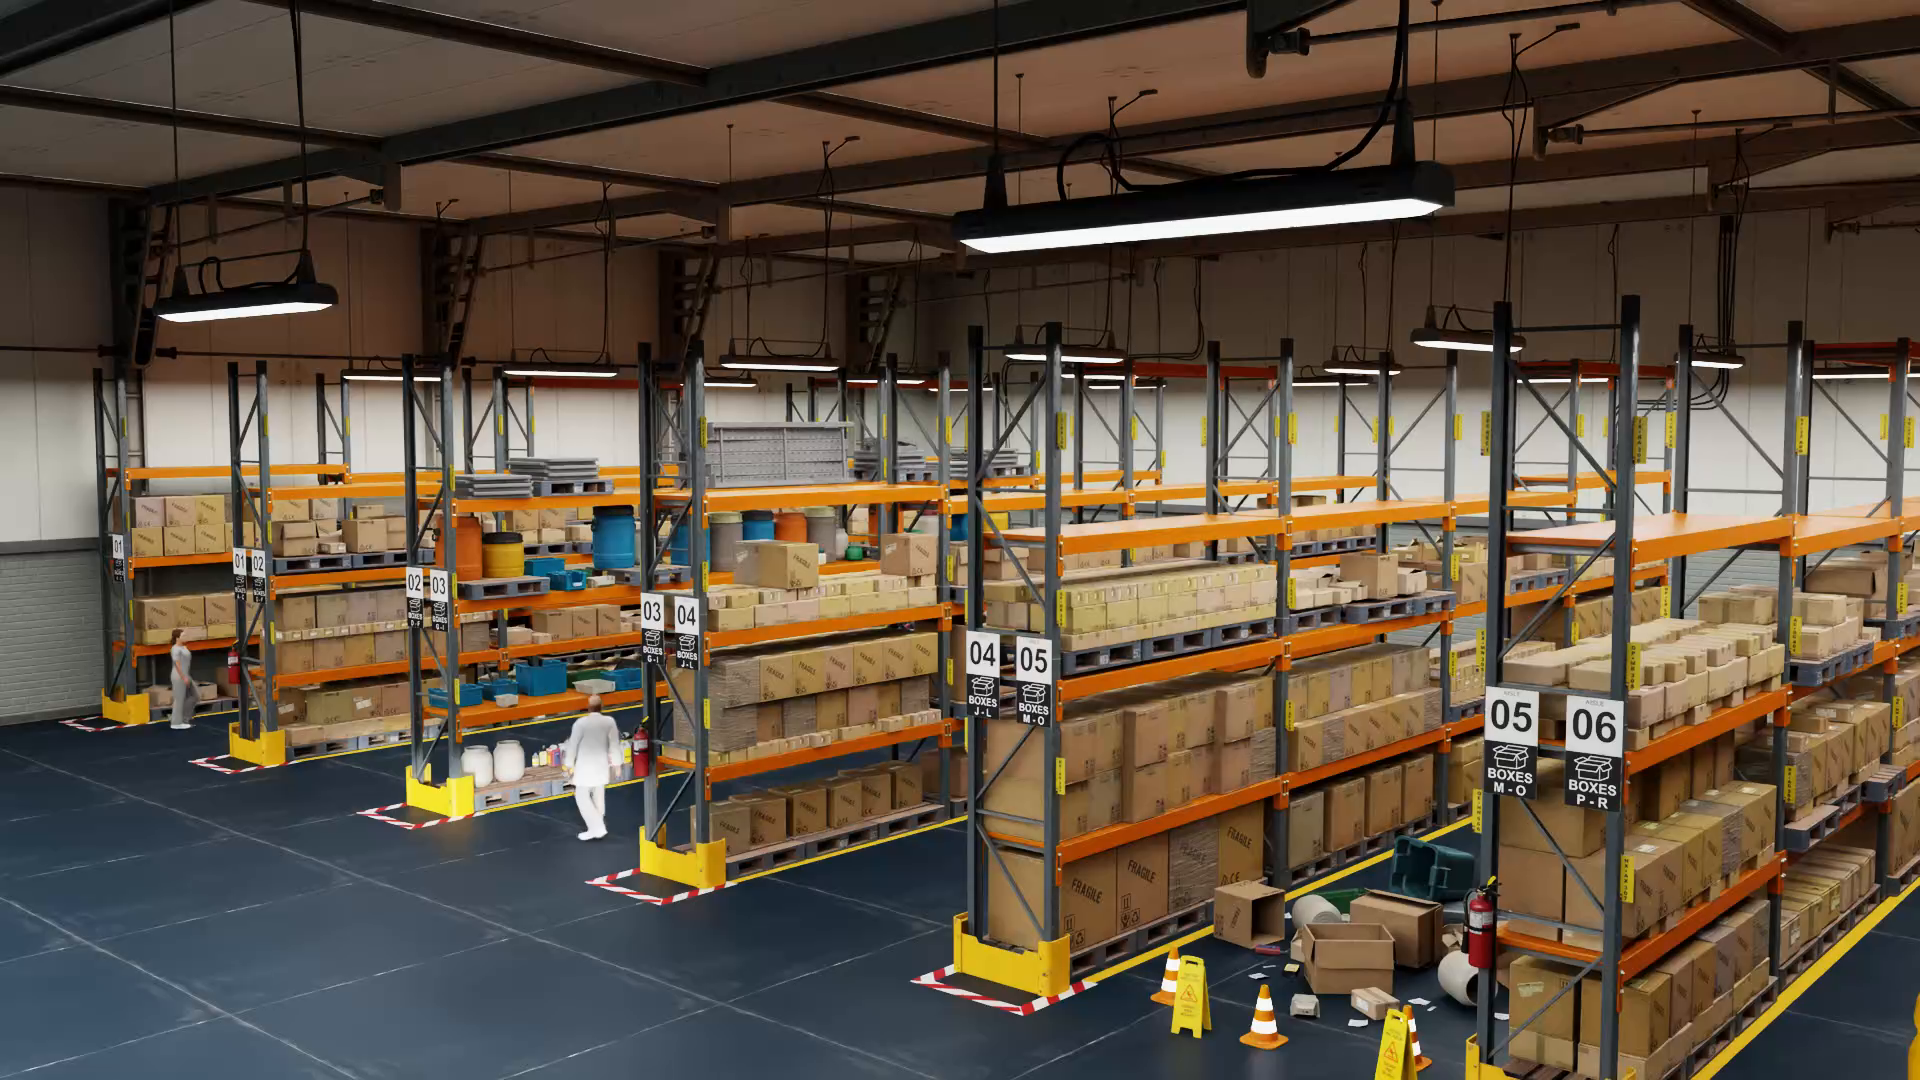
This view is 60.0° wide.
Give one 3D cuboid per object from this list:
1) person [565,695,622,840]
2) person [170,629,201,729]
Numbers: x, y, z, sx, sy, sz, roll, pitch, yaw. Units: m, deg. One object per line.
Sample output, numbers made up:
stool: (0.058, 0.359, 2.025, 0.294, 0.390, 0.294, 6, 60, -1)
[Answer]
person: (-4.467, 2.776, 20.345, 0.503, 1.790, 0.651, 3, 5, 40)
person: (-12.848, 2.319, 27.520, 0.439, 1.684, 0.461, -1, 4, -12)
